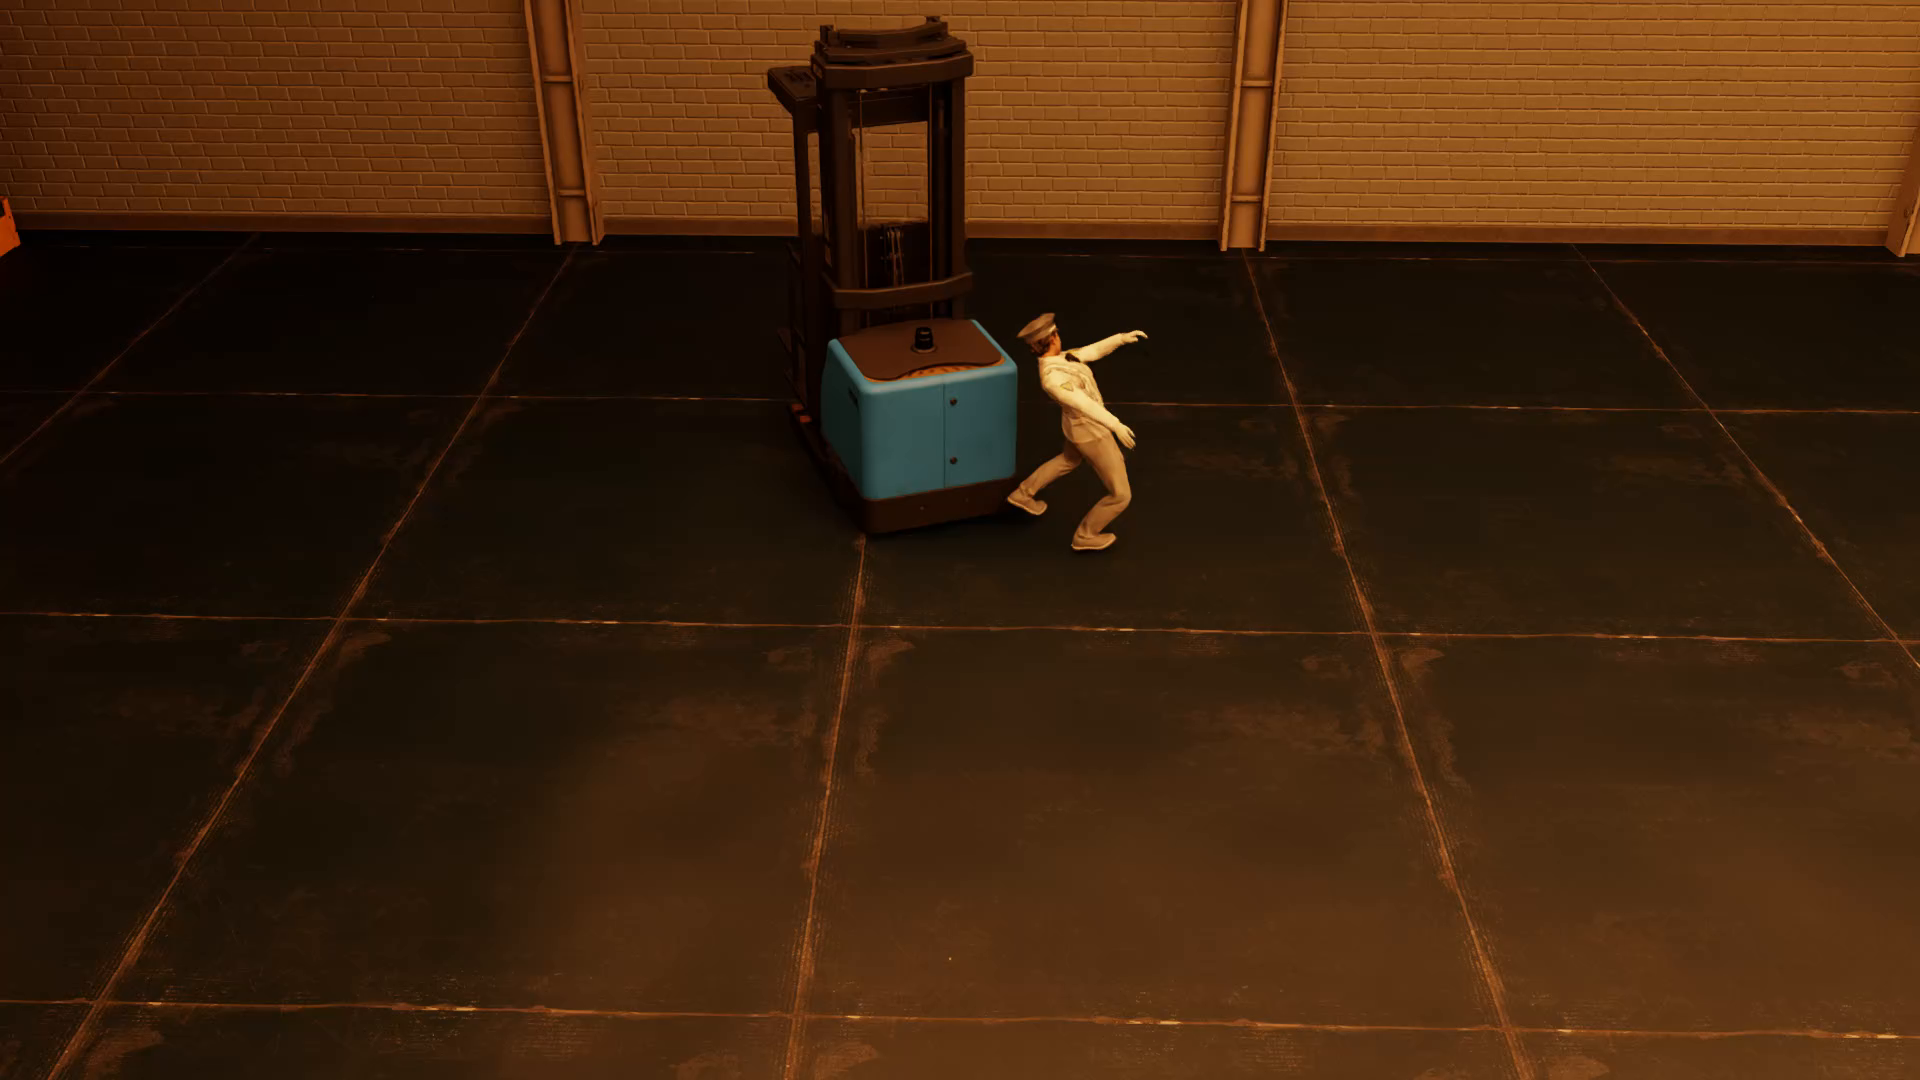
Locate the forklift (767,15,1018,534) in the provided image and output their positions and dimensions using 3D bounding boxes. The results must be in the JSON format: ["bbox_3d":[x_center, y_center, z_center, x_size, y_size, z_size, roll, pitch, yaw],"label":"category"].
[{"bbox_3d":[-0.596,-2.039,11.072,1.130,2.935,3.031,-10,32,-17],"label":"forklift"}]

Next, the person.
[{"bbox_3d":[0.772,-0.606,10.042,0.740,1.444,0.951,-8,32,-14],"label":"person"}]
